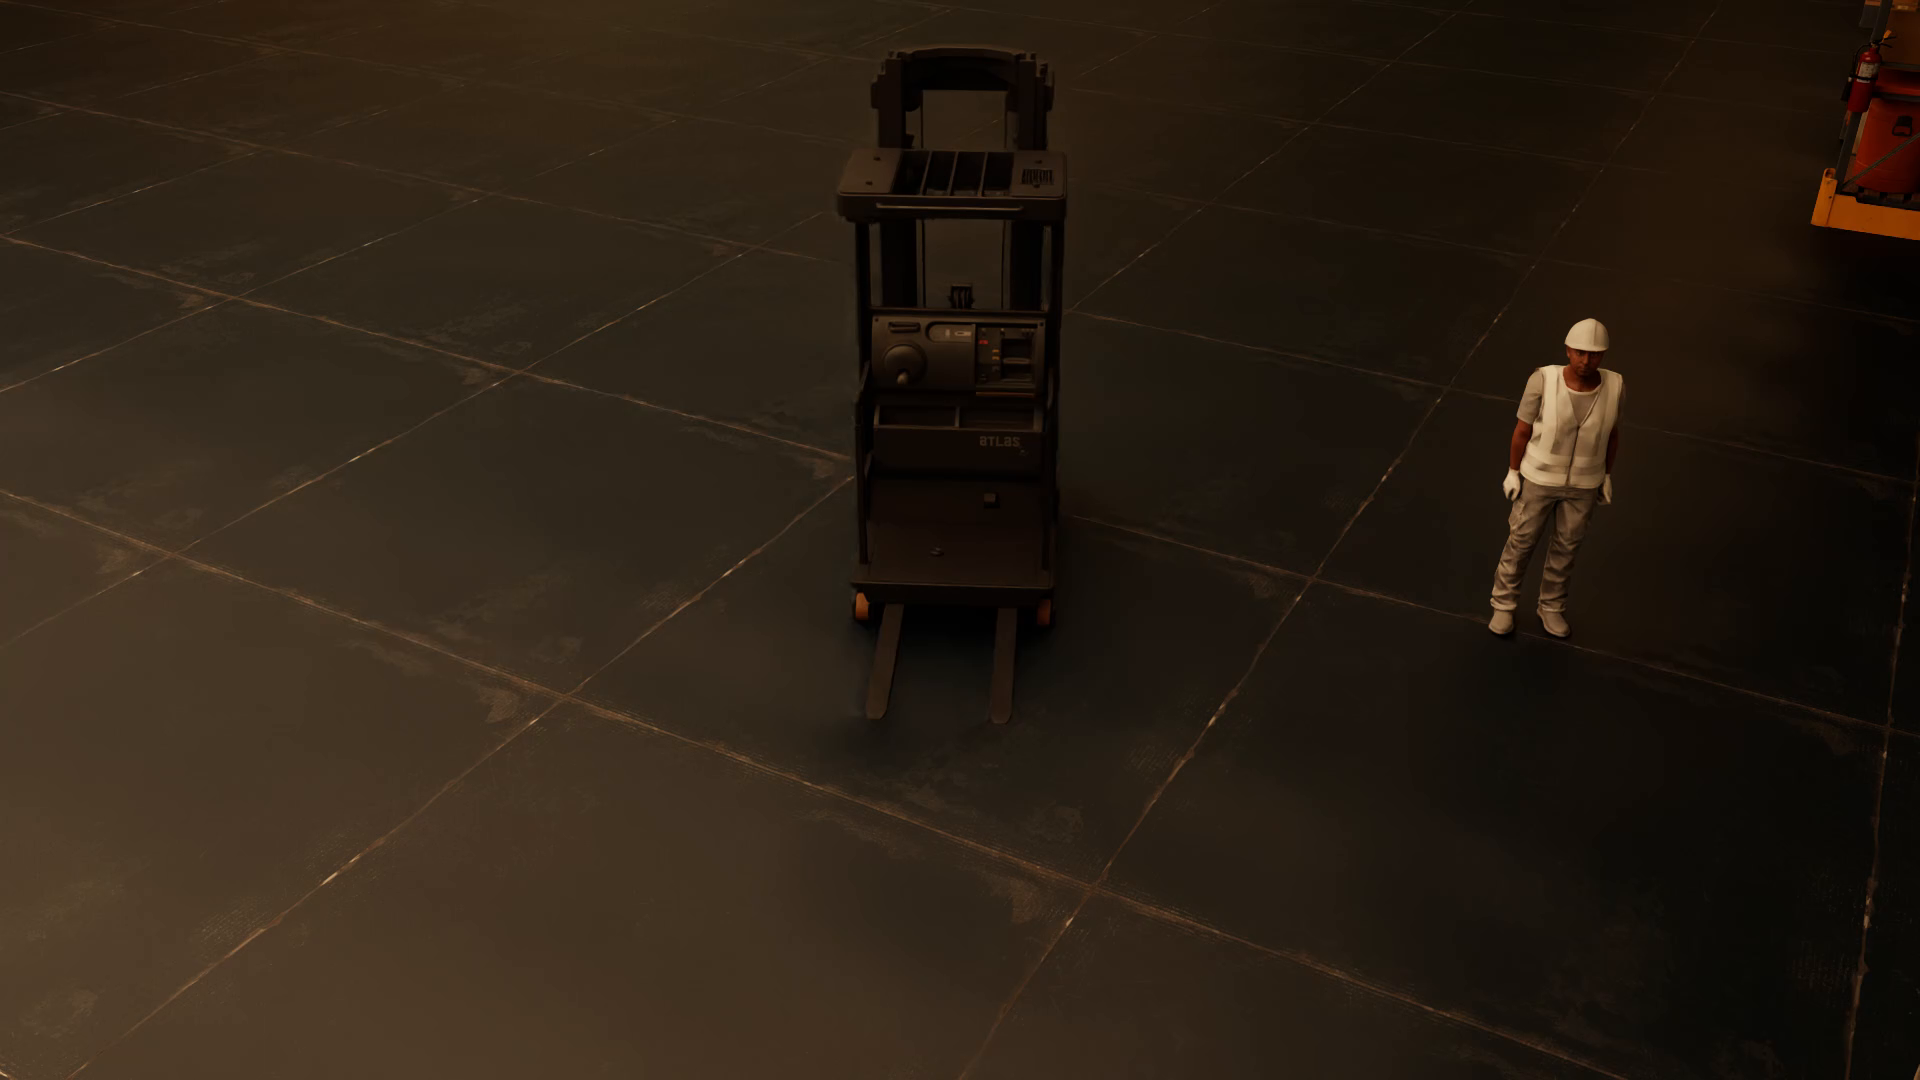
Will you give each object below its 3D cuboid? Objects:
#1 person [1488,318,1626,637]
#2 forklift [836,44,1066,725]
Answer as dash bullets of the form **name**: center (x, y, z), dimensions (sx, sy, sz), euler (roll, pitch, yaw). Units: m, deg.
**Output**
- **person**: center (3.163, -0.314, 8.761), dimensions (0.557, 1.790, 0.368), euler (3, 30, 6)
- **forklift**: center (-0.018, -0.955, 8.725), dimensions (1.130, 2.935, 3.031), euler (2, 30, 3)
